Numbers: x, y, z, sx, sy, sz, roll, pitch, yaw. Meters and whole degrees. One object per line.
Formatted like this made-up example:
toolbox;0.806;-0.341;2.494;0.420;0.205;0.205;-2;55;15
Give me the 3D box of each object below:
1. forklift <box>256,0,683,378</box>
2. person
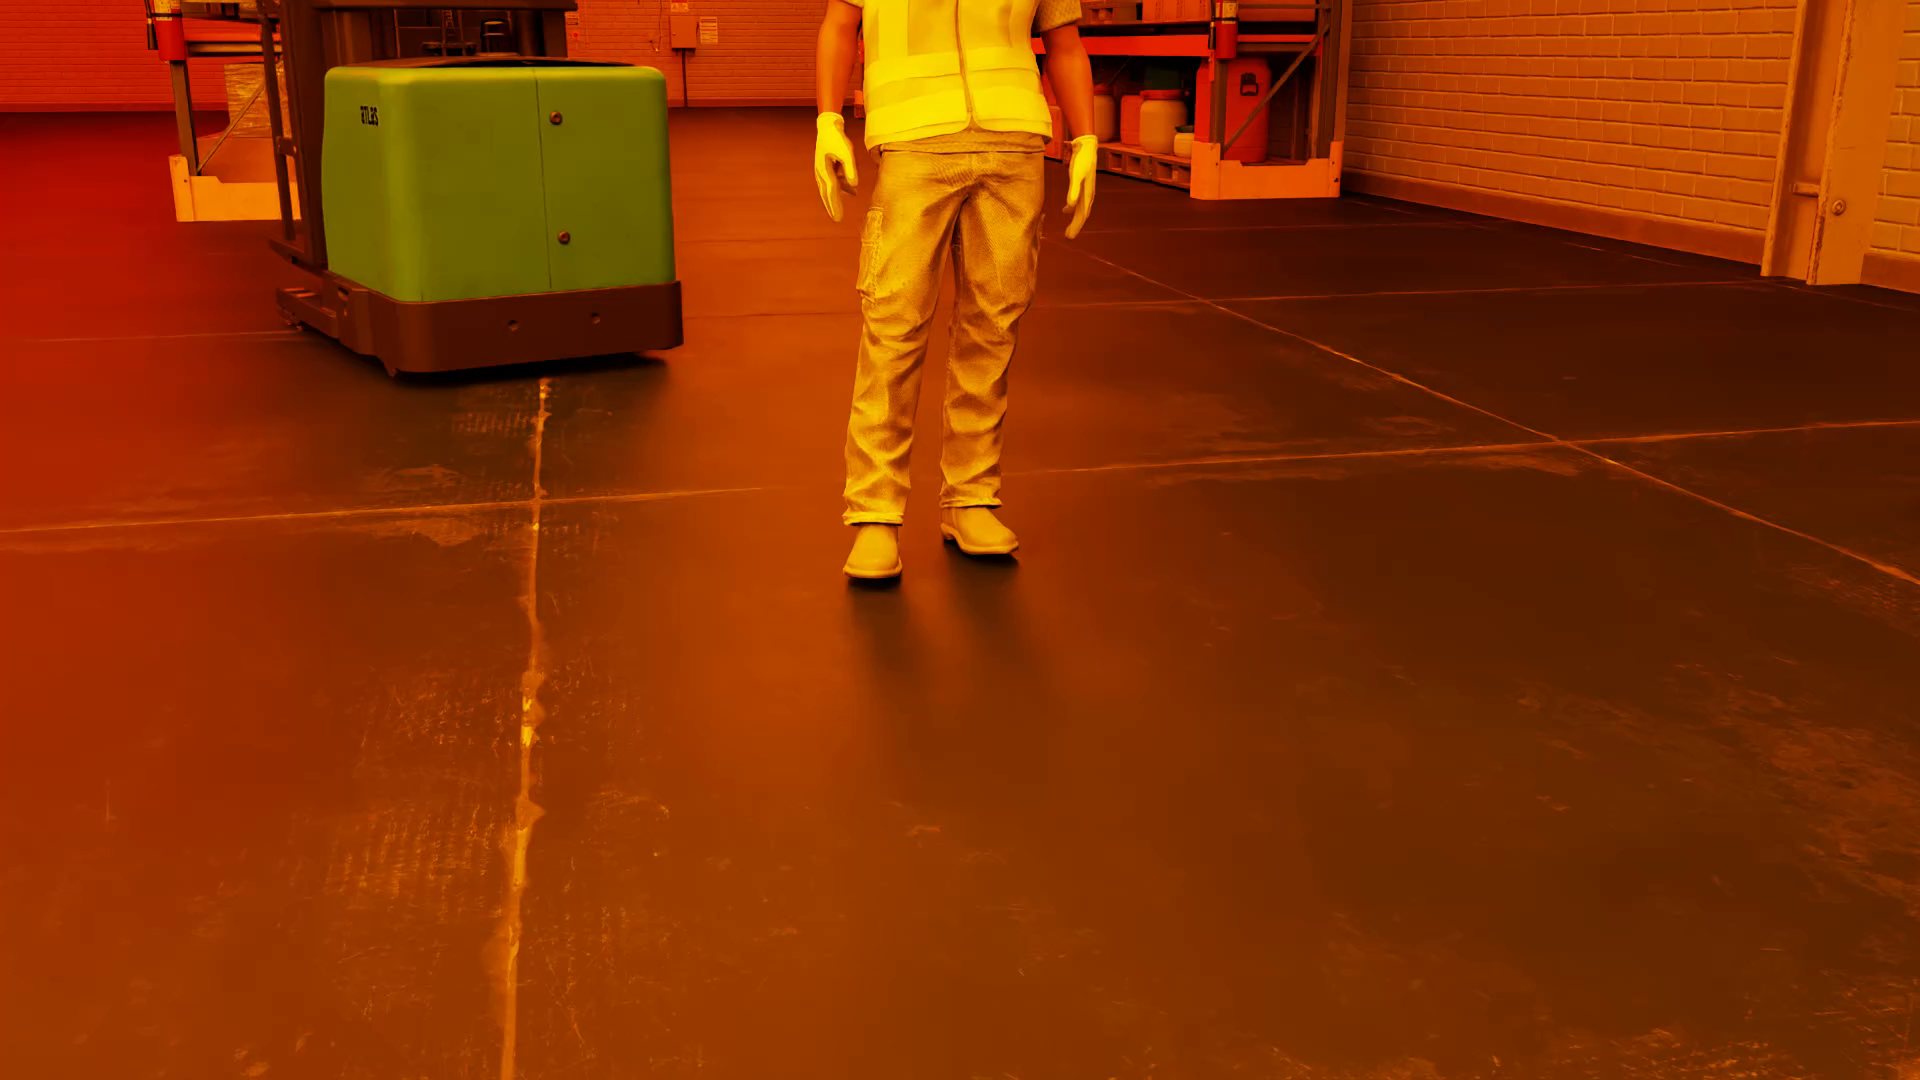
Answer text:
forklift;-2.266;-2.338;6.743;1.130;2.935;3.031;-11;20;-32
person;0.007;-0.841;3.691;0.656;1.782;0.577;-4;17;-12
